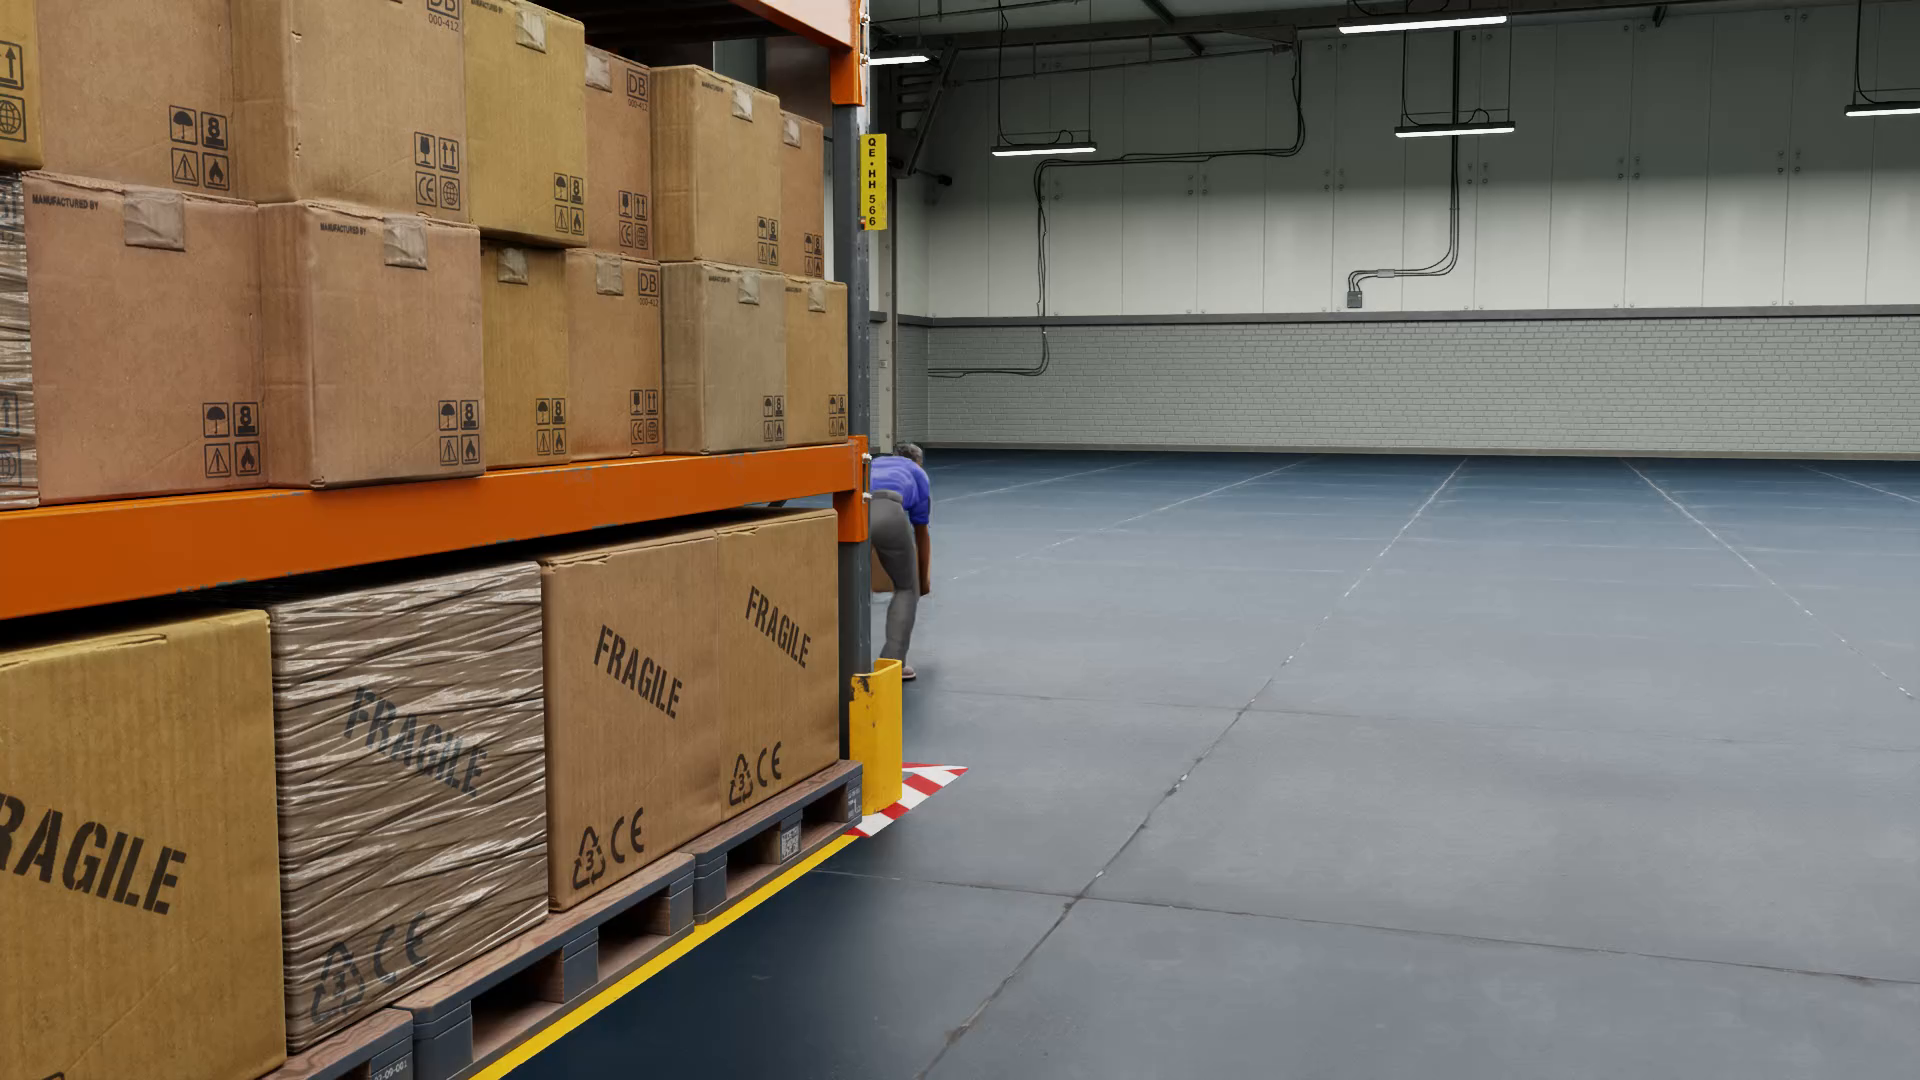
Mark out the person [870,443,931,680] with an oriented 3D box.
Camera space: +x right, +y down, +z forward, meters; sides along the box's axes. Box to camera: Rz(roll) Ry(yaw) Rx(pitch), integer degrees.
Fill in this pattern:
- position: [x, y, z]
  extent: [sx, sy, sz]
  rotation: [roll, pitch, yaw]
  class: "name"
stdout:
- position: [-0.368, 0.102, 8.682]
  extent: [0.413, 1.201, 0.844]
  rotation: [2, 6, 17]
  class: "person"
